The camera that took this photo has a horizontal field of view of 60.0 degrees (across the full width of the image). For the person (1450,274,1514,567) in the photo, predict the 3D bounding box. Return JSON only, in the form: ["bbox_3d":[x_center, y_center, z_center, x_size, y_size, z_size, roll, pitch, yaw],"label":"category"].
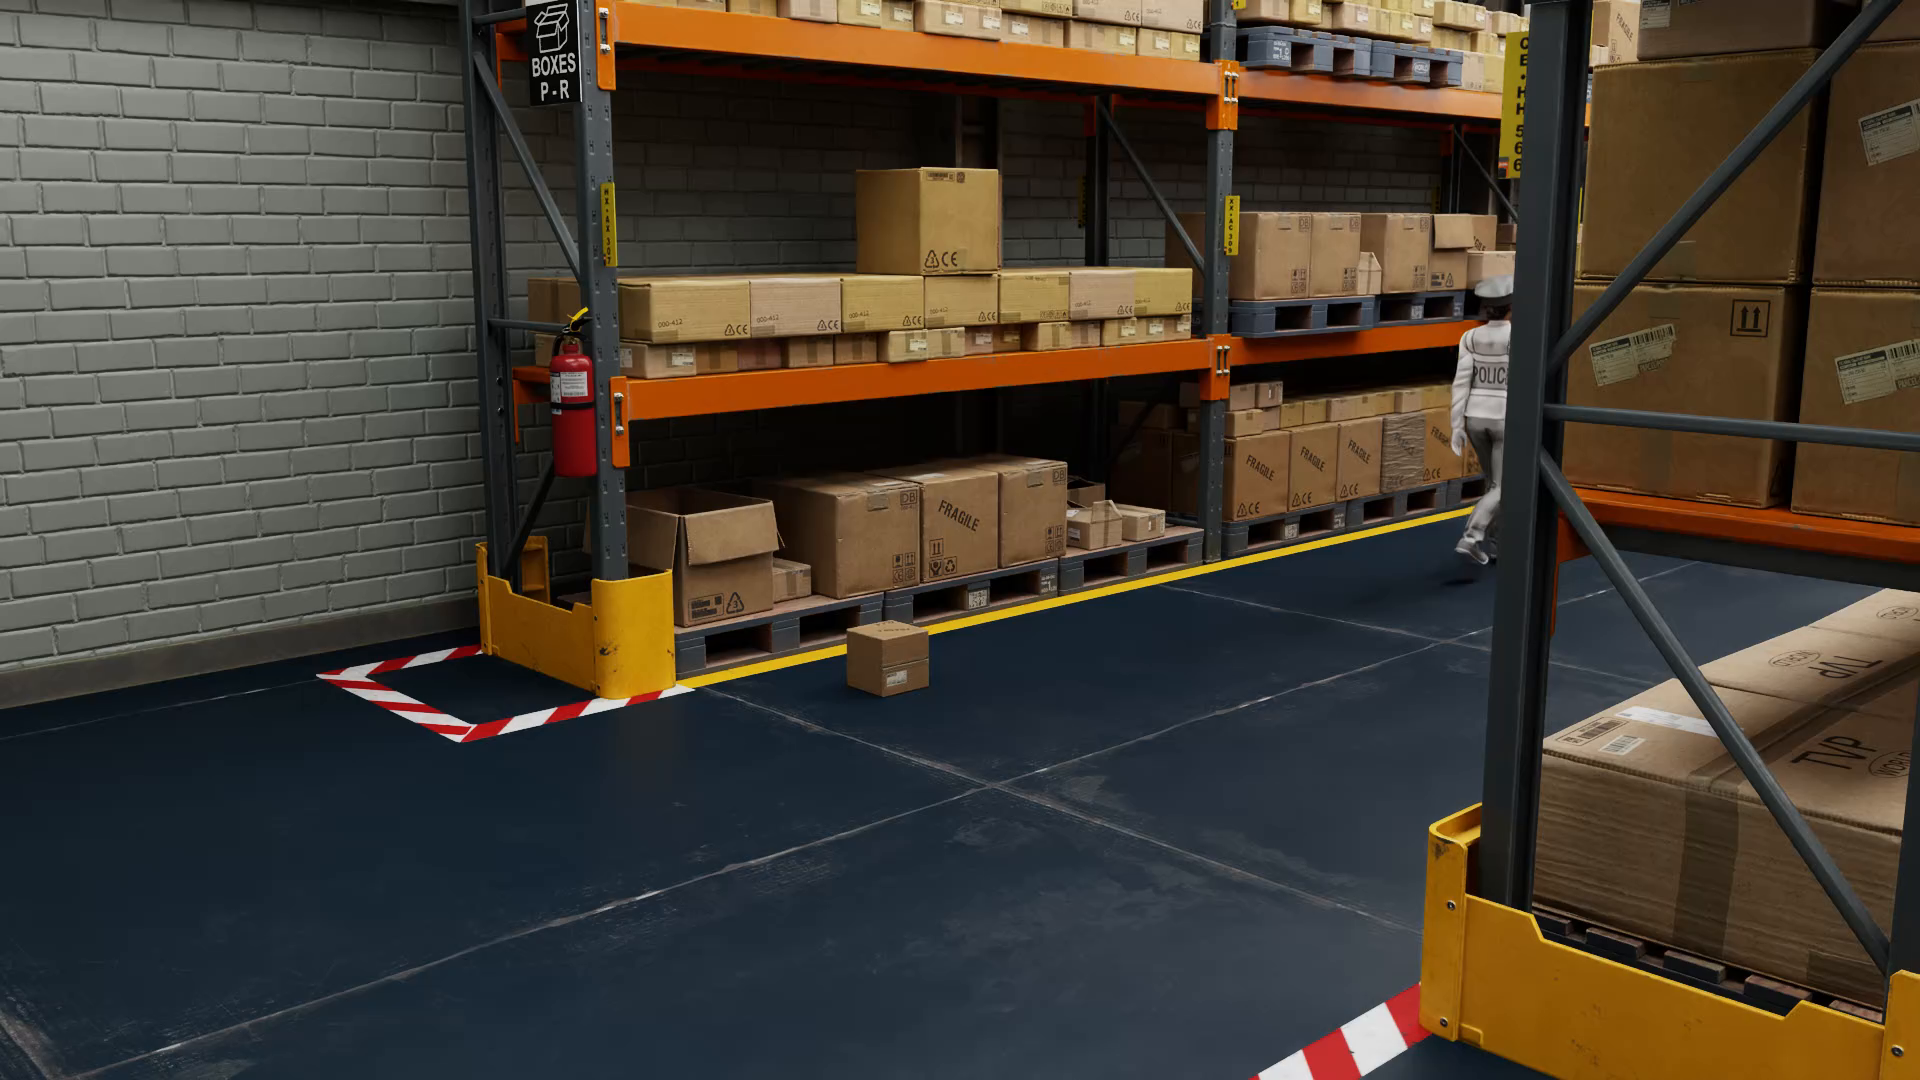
[{"bbox_3d":[3.027,-0.664,9.344,0.948,1.645,0.483,-10,15,-44],"label":"person"}]
